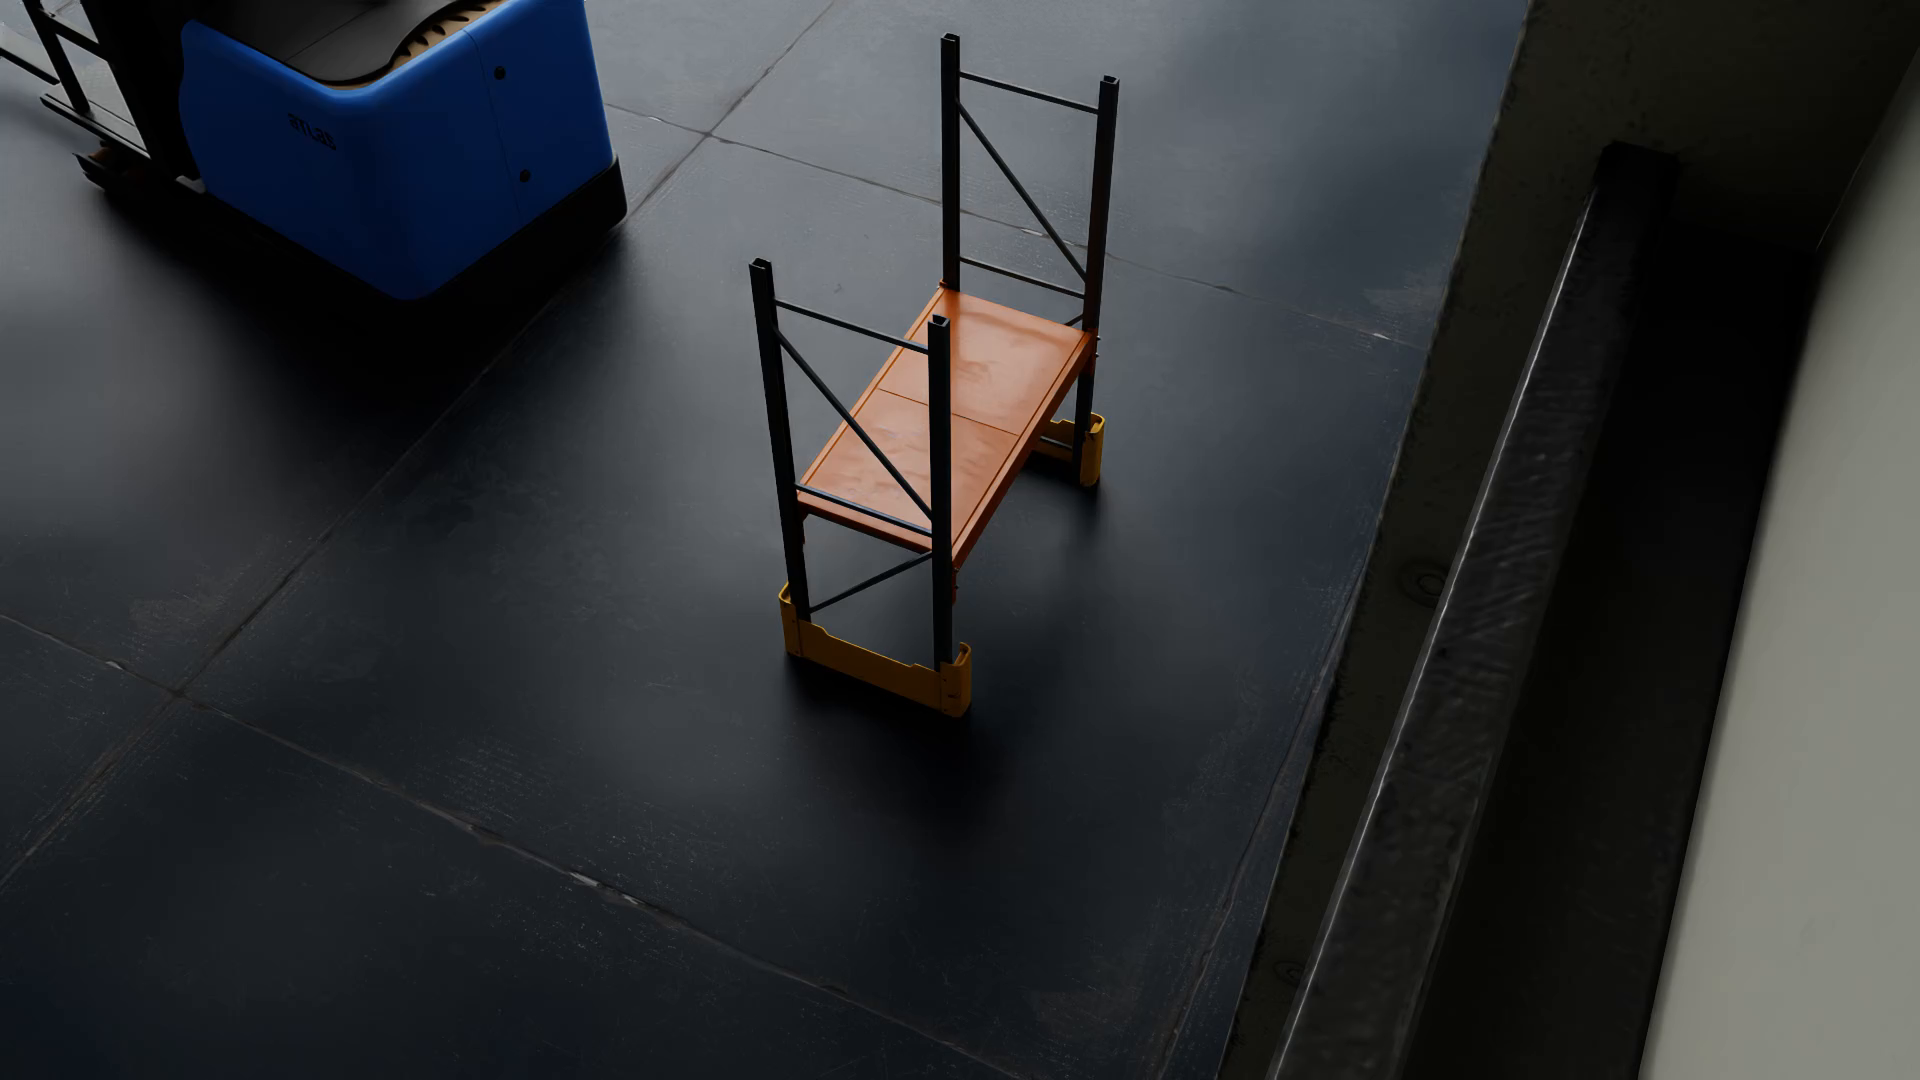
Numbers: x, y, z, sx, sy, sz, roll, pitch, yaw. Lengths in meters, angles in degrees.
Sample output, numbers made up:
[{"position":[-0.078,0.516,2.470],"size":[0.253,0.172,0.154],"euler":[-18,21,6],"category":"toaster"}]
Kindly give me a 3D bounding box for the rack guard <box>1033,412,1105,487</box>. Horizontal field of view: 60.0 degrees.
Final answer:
[{"position":[0.180,-0.371,5.402],"size":[0.587,0.250,0.087],"euler":[20,52,16],"category":"rack guard"}]

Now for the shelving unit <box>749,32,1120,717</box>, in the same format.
[{"position":[-0.033,-0.434,4.634],"size":[0.587,1.500,1.083],"euler":[20,52,16],"category":"shelving unit"}]

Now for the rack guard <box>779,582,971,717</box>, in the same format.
[{"position":[-0.245,0.314,4.818],"size":[0.587,0.250,0.087],"euler":[20,52,16],"category":"rack guard"}]

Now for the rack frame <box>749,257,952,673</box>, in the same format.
[{"position":[-0.254,-0.077,4.331],"size":[0.500,1.500,0.032],"euler":[20,52,16],"category":"rack frame"}]

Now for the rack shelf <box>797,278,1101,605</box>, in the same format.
[{"position":[-0.036,-0.311,4.766],"size":[0.538,0.185,1.000],"euler":[20,52,16],"category":"rack shelf"}]

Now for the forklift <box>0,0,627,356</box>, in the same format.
[{"position":[-2.733,-2.497,5.450],"size":[3.031,2.935,1.130],"euler":[29,55,22],"category":"forklift"}]

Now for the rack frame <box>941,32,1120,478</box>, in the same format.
[{"position":[0.181,-0.777,4.927],"size":[0.500,1.500,0.032],"euler":[20,52,16],"category":"rack frame"}]
